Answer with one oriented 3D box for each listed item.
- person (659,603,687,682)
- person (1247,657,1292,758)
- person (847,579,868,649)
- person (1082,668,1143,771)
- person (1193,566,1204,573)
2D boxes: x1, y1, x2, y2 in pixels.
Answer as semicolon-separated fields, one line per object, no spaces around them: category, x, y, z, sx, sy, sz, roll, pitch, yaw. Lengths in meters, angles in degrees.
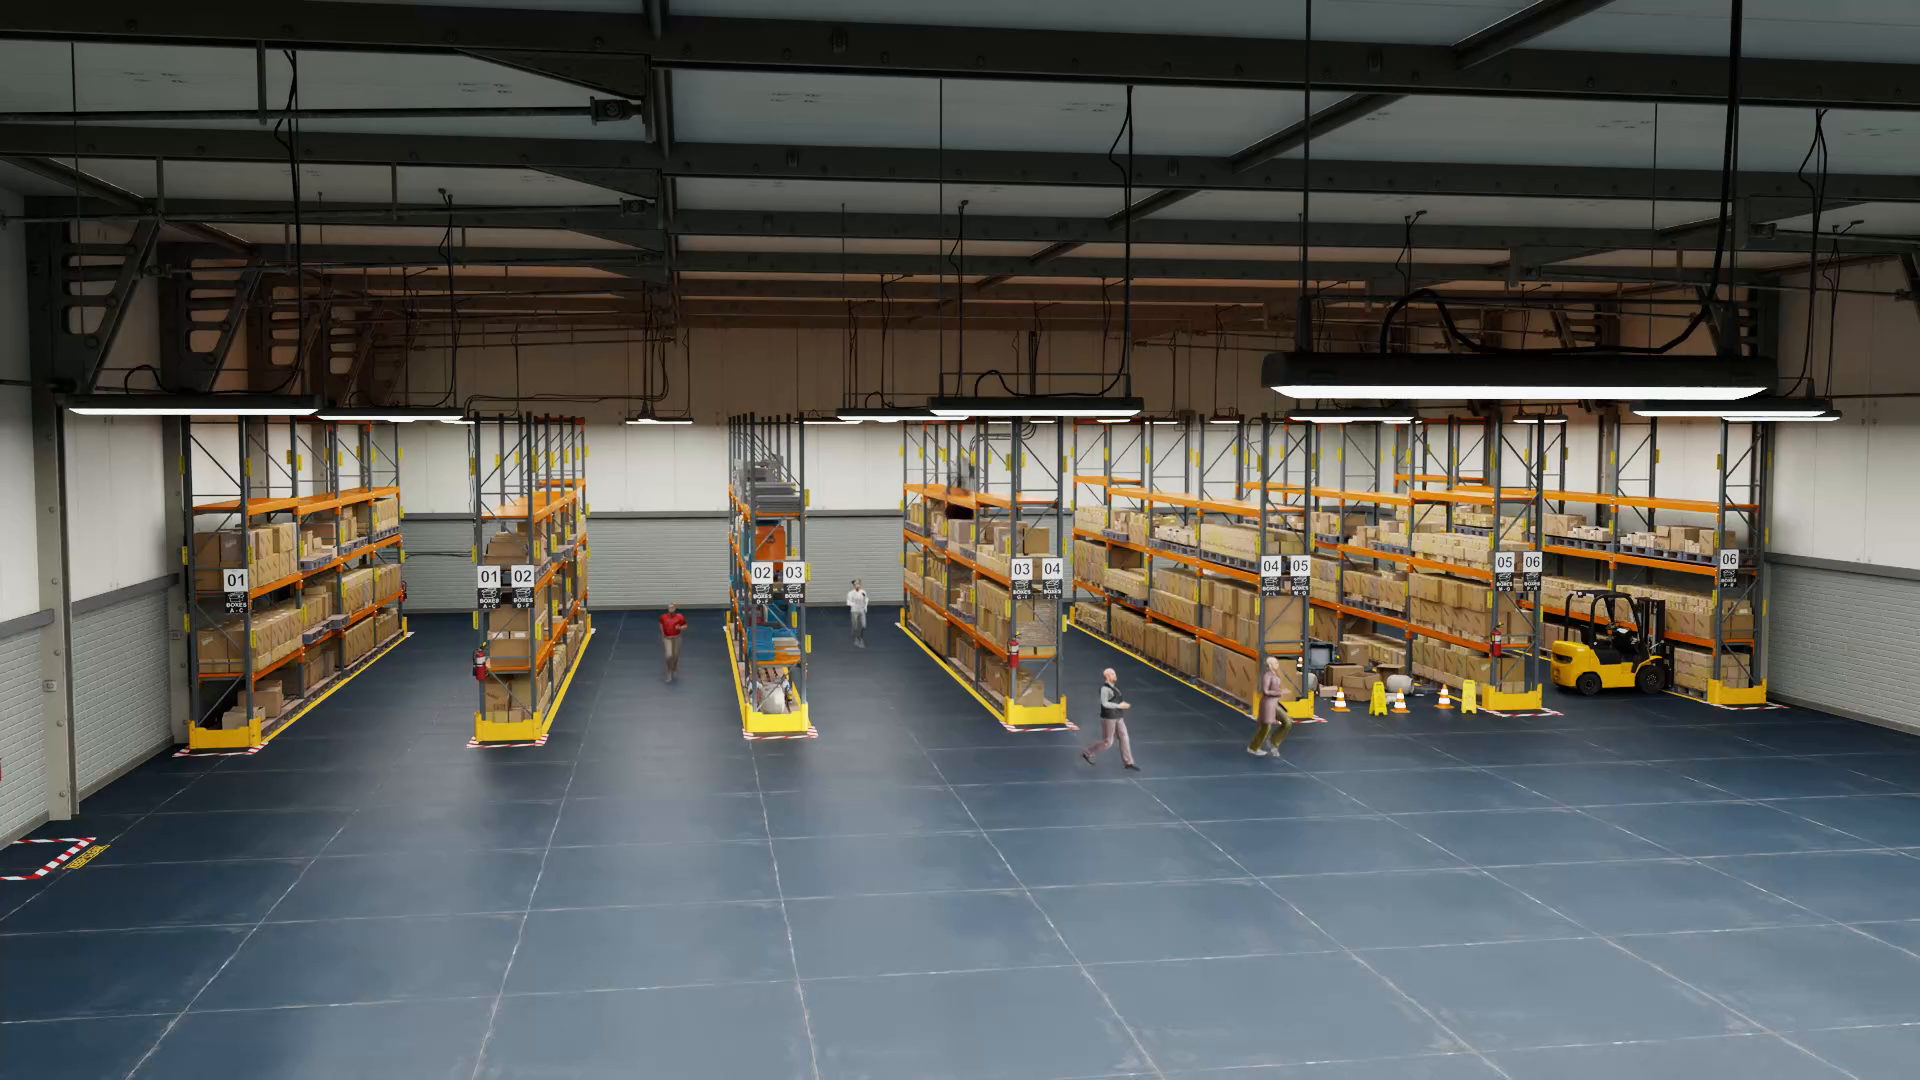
person;-6.483;2.329;37.626;0.626;1.804;0.800;-1;4;-11
person;5.333;2.897;28.674;0.812;1.779;0.694;2;5;31
person;-2.508;1.823;41.153;0.588;1.739;0.648;-1;4;-16
person;2.533;2.978;27.624;1.012;1.703;0.671;2;4;24
person;7.280;1.437;50.549;0.592;1.723;0.724;0;4;-4
